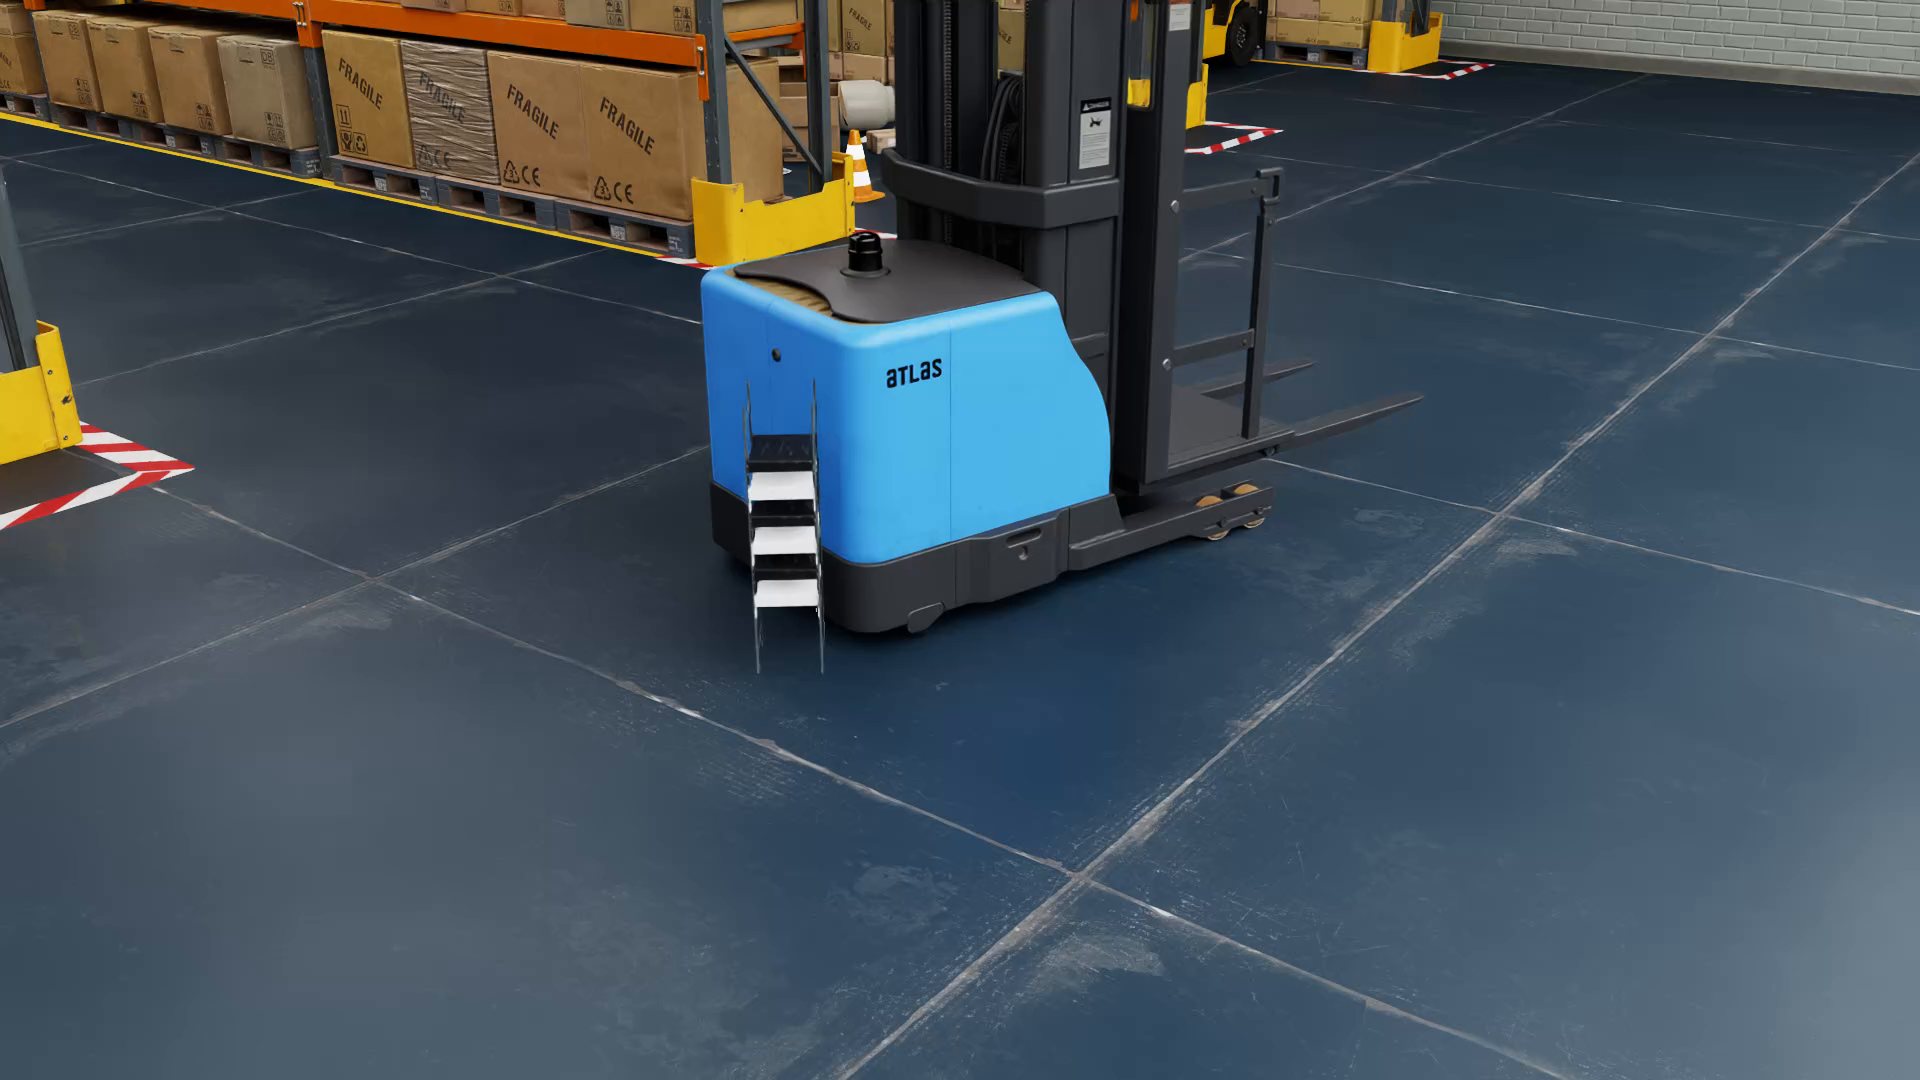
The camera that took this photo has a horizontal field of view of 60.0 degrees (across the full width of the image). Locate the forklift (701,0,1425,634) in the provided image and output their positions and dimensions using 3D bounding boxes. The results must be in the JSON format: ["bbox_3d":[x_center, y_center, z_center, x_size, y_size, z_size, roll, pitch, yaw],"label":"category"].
[{"bbox_3d":[0.578,-1.492,6.002,3.031,2.935,1.130,-17,29,-33],"label":"forklift"}]

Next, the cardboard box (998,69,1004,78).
[{"bbox_3d":[0.512,-4.007,14.513,0.500,0.250,0.500,17,29,33],"label":"cardboard box"}]

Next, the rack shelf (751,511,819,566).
[{"bbox_3d":[-0.547,-0.006,5.231,0.200,0.077,0.258,-1,24,-3],"label":"rack shelf"}]

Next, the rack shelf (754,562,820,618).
[{"bbox_3d":[-0.547,0.158,5.303,0.200,0.077,0.258,-1,24,-3],"label":"rack shelf"}]

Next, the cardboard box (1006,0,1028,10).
[{"bbox_3d":[0.599,-4.587,14.095,0.250,0.149,0.380,18,29,35],"label":"cardboard box"}]

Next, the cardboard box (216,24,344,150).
[{"bbox_3d":[-4.909,-3.466,12.665,0.750,0.750,1.050,17,29,33],"label":"cardboard box"}]

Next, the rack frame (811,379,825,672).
[{"bbox_3d":[-0.445,-0.039,5.222,0.006,0.900,0.240,-1,24,-3],"label":"rack frame"}]

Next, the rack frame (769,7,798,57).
[{"bbox_3d":[-1.471,-5.803,15.701,0.127,3.000,1.000,17,29,33],"label":"rack frame"}]

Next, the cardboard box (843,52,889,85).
[{"bbox_3d":[-0.727,-4.382,15.365,0.500,0.250,0.500,19,30,36],"label":"cardboard box"}]

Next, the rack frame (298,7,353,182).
[{"bbox_3d":[-4.359,-4.182,12.021,0.127,3.000,1.000,17,29,33],"label":"rack frame"}]

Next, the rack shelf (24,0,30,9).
[{"bbox_3d":[-9.160,-5.304,15.459,4.000,0.370,1.077,17,29,33],"label":"rack shelf"}]

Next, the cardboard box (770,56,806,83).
[{"bbox_3d":[-1.429,-3.963,14.620,0.500,0.500,0.500,-5,24,-12],"label":"cardboard box"}]

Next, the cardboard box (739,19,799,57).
[{"bbox_3d":[-1.892,-4.919,16.433,0.625,0.372,0.950,17,29,34],"label":"cardboard box"}]

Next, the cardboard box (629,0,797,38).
[{"bbox_3d":[-1.482,-3.358,9.966,0.550,0.550,0.875,17,29,33],"label":"cardboard box"}]

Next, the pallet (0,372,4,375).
[{"bbox_3d":[-4.903,-0.589,7.325,1.213,0.211,1.003,17,29,33],"label":"pallet"}]

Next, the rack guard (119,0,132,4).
[{"bbox_3d":[-11.092,-7.567,22.805,0.348,0.500,1.175,17,29,33],"label":"rack guard"}]

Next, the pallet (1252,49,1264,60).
[{"bbox_3d":[3.095,-5.629,18.764,1.213,0.211,1.003,17,29,33],"label":"pallet"}]

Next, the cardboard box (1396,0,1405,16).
[{"bbox_3d":[4.452,-5.782,17.922,0.500,0.250,0.500,17,29,34],"label":"cardboard box"}]

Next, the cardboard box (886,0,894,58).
[{"bbox_3d":[-0.311,-4.599,14.927,0.500,0.500,0.500,19,30,36],"label":"cardboard box"}]

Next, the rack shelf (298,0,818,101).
[{"bbox_3d":[-2.758,-3.369,11.069,4.000,0.370,1.077,17,29,33],"label":"rack shelf"}]

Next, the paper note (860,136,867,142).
[{"bbox_3d":[-0.810,-3.312,13.744,0.148,0.019,0.142,-15,28,-30],"label":"paper note"}]

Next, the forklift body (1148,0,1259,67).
[{"bbox_3d":[2.092,-5.920,17.019,1.214,2.155,2.313,17,29,33],"label":"forklift body"}]

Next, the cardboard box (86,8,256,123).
[{"bbox_3d":[-6.424,-3.925,13.708,0.750,0.750,1.050,17,29,34],"label":"cardboard box"}]

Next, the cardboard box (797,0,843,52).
[{"bbox_3d":[-1.161,-4.851,15.498,0.500,0.500,0.500,18,30,36],"label":"cardboard box"}]

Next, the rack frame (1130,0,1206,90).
[{"bbox_3d":[1.730,-4.836,13.506,0.127,3.000,1.000,17,29,33],"label":"rack frame"}]

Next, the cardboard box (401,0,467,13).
[{"bbox_3d":[-3.241,-3.871,11.129,0.550,0.550,0.875,17,29,33],"label":"cardboard box"}]

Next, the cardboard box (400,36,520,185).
[{"bbox_3d":[-3.174,-3.010,11.477,0.875,0.875,0.875,17,29,34],"label":"cardboard box"}]

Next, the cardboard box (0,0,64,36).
[{"bbox_3d":[-8.264,-4.621,14.668,0.500,0.250,0.500,16,28,32],"label":"cardboard box"}]

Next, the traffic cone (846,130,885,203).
[{"bbox_3d":[-0.731,-2.640,11.669,0.334,0.463,0.336,17,29,33],"label":"traffic cone"}]

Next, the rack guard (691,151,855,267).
[{"bbox_3d":[-1.139,-2.065,10.317,0.348,0.500,1.175,17,29,33],"label":"rack guard"}]

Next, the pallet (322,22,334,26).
[{"bbox_3d":[-7.210,-6.300,20.286,1.213,0.211,1.003,17,29,33],"label":"pallet"}]

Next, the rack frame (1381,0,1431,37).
[{"bbox_3d":[4.704,-6.439,17.143,0.127,3.000,1.000,17,29,33],"label":"rack frame"}]

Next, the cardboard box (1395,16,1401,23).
[{"bbox_3d":[4.428,-5.554,18.025,0.500,0.250,0.500,17,29,34],"label":"cardboard box"}]

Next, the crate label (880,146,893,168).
[{"bbox_3d":[-0.448,-2.944,12.761,0.298,0.136,0.250,3,24,6],"label":"crate label"}]

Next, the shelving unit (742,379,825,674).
[{"bbox_3d":[-0.547,-0.037,5.217,0.210,0.900,0.258,-1,24,-3],"label":"shelving unit"}]

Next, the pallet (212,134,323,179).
[{"bbox_3d":[-5.021,-3.068,12.952,1.213,0.211,1.003,17,29,33],"label":"pallet"}]

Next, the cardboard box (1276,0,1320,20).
[{"bbox_3d":[3.732,-5.743,17.833,0.500,0.250,0.500,16,29,33],"label":"cardboard box"}]

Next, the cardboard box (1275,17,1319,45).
[{"bbox_3d":[3.746,-5.507,17.919,0.500,0.250,0.500,17,29,33],"label":"cardboard box"}]

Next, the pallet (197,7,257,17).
[{"bbox_3d":[-9.414,-6.966,21.798,1.213,0.211,1.003,17,29,33],"label":"pallet"}]

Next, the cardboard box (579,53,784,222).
[{"bbox_3d":[-1.740,-2.577,10.493,0.875,0.875,0.875,17,29,34],"label":"cardboard box"}]

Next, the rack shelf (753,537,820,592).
[{"bbox_3d":[-0.547,0.076,5.267,0.200,0.077,0.258,-1,24,-3],"label":"rack shelf"}]

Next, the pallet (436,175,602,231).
[{"bbox_3d":[-2.817,-2.402,11.440,1.213,0.211,1.003,17,29,33],"label":"pallet"}]

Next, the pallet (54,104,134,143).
[{"bbox_3d":[-6.974,-3.658,14.291,1.213,0.211,1.003,17,29,33],"label":"pallet"}]

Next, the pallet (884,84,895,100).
[{"bbox_3d":[0.068,-4.082,15.252,1.213,0.211,1.003,17,29,33],"label":"pallet"}]

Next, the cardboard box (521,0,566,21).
[{"bbox_3d":[-2.308,-3.660,10.651,0.550,0.550,0.875,17,29,33],"label":"cardboard box"}]

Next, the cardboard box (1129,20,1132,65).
[{"bbox_3d":[1.231,-4.403,14.482,0.500,0.500,0.500,16,28,32],"label":"cardboard box"}]
